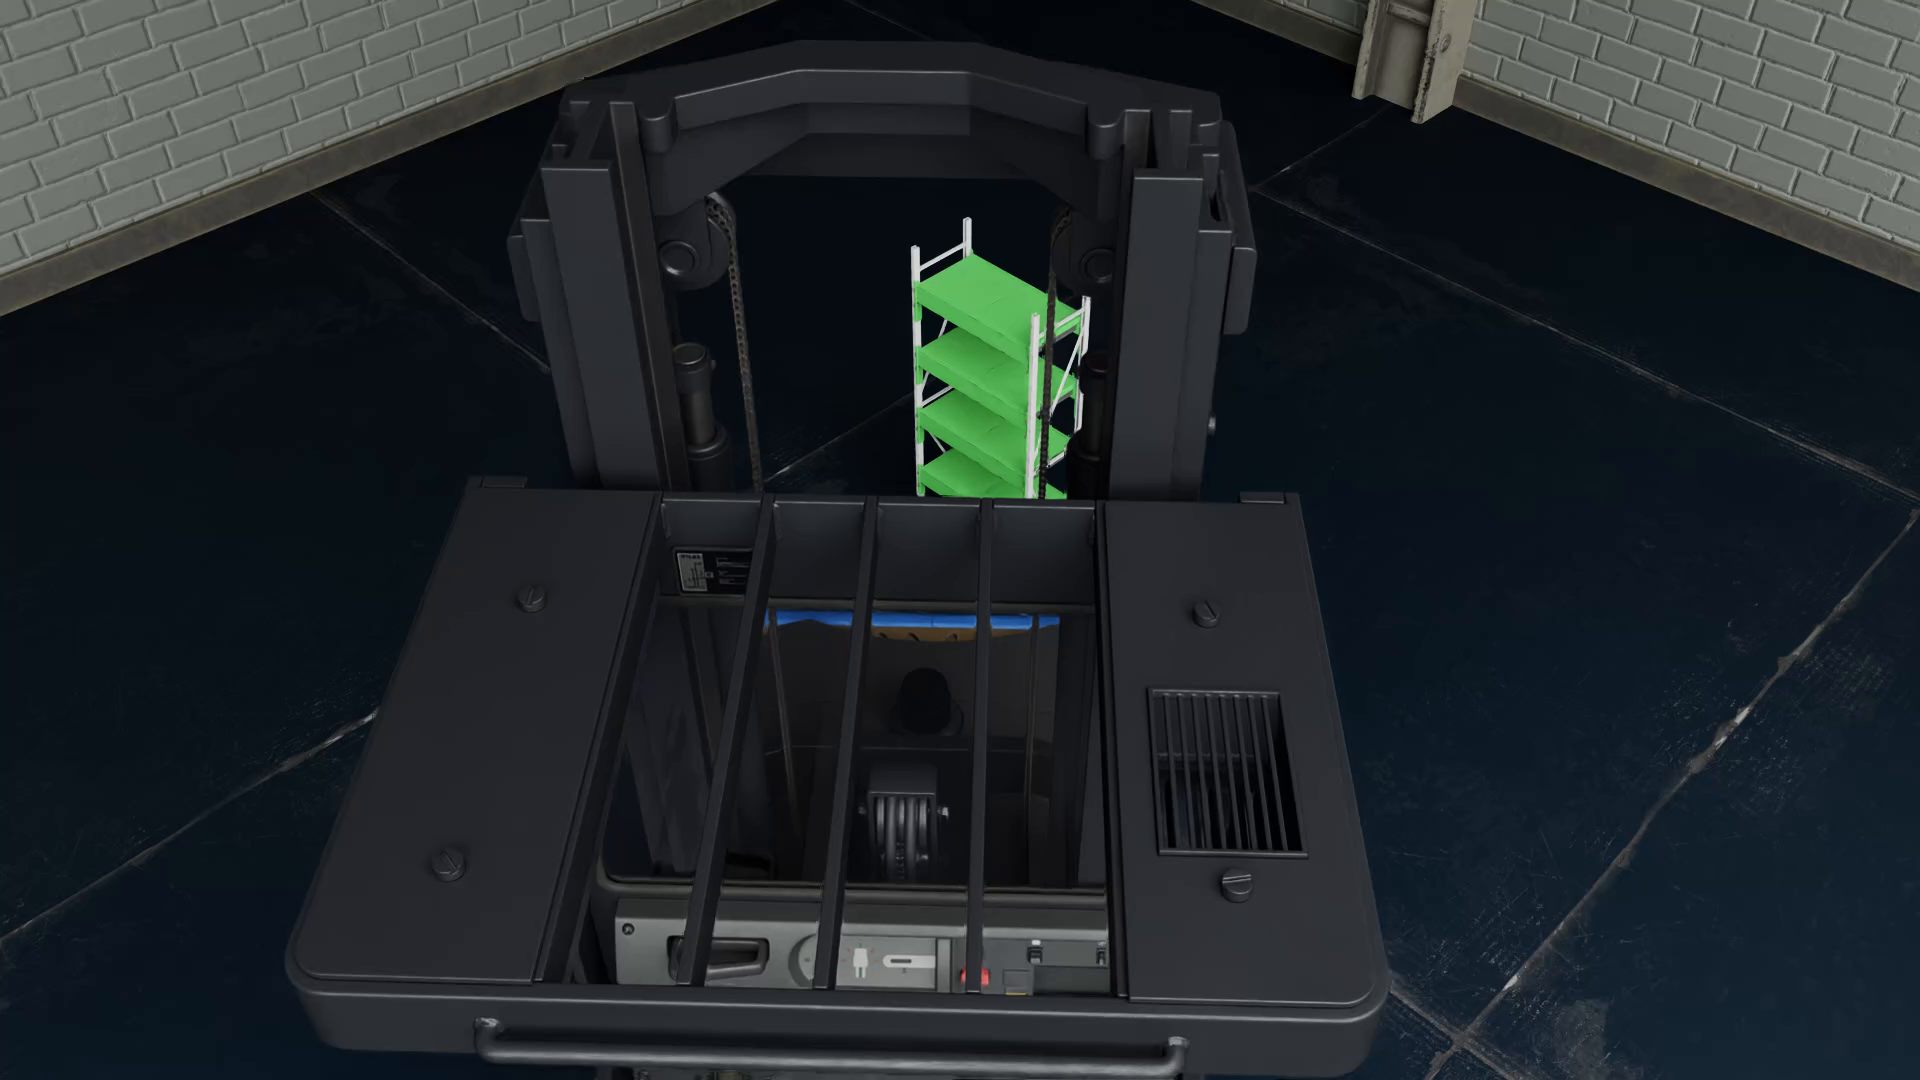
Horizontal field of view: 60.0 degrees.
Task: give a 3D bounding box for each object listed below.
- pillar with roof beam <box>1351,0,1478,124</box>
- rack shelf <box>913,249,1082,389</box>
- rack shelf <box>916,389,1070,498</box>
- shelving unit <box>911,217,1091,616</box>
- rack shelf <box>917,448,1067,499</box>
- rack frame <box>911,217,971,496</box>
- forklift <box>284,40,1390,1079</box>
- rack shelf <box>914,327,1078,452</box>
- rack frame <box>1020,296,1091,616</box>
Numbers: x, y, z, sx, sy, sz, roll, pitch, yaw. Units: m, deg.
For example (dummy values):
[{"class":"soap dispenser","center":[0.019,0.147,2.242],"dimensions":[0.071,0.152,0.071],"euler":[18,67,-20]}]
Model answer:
[{"class":"pillar with roof beam","center":[-0.900,-3.380,2.777],"dimensions":[9.100,9.000,0.400],"euler":[-34,53,-31]},{"class":"rack shelf","center":[0.117,-0.667,4.974],"dimensions":[0.258,0.148,0.480],"euler":[-34,53,-31]},{"class":"rack shelf","center":[0.117,-0.314,5.300],"dimensions":[0.258,0.148,0.480],"euler":[-34,53,-31]},{"class":"shelving unit","center":[0.117,-0.361,5.257],"dimensions":[0.258,1.200,0.503],"euler":[-34,53,-31]},{"class":"rack shelf","center":[0.117,-0.138,5.463],"dimensions":[0.258,0.148,0.480],"euler":[-34,53,-31]},{"class":"rack frame","center":[-0.055,-0.478,5.384],"dimensions":[0.240,1.200,0.015],"euler":[-34,53,-31]},{"class":"forklift","center":[-0.111,0.888,2.629],"dimensions":[1.130,2.935,3.031],"euler":[1,43,1]},{"class":"rack shelf","center":[0.117,-0.490,5.137],"dimensions":[0.258,0.148,0.480],"euler":[-34,53,-31]},{"class":"rack frame","center":[0.289,-0.244,5.130],"dimensions":[0.240,1.200,0.015],"euler":[-34,53,-31]}]
